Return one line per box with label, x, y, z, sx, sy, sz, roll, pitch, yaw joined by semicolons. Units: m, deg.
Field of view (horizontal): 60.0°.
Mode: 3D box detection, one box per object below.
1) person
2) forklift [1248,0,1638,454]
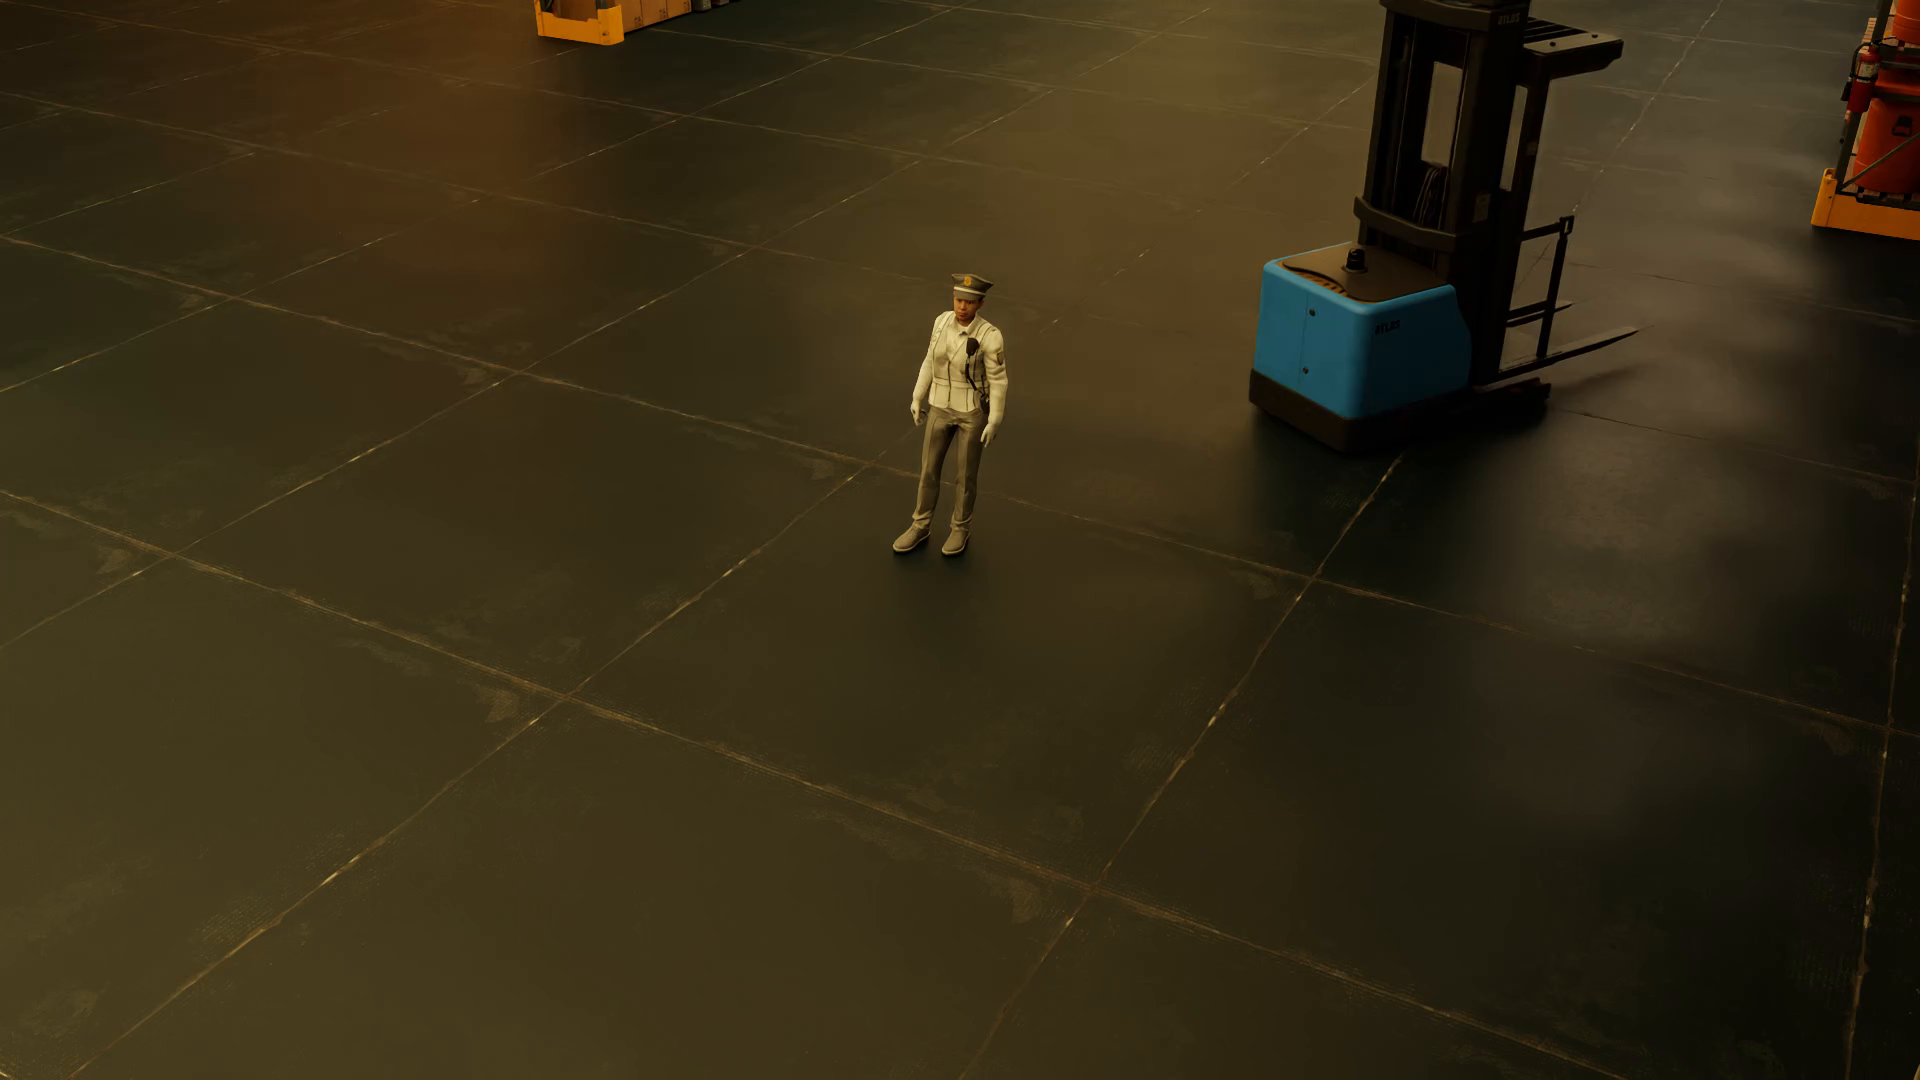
person;-0.039;-0.712;9.527;0.588;1.695;0.531;15;33;25
forklift;3.530;-2.372;11.180;3.031;2.935;1.130;-17;34;-27
